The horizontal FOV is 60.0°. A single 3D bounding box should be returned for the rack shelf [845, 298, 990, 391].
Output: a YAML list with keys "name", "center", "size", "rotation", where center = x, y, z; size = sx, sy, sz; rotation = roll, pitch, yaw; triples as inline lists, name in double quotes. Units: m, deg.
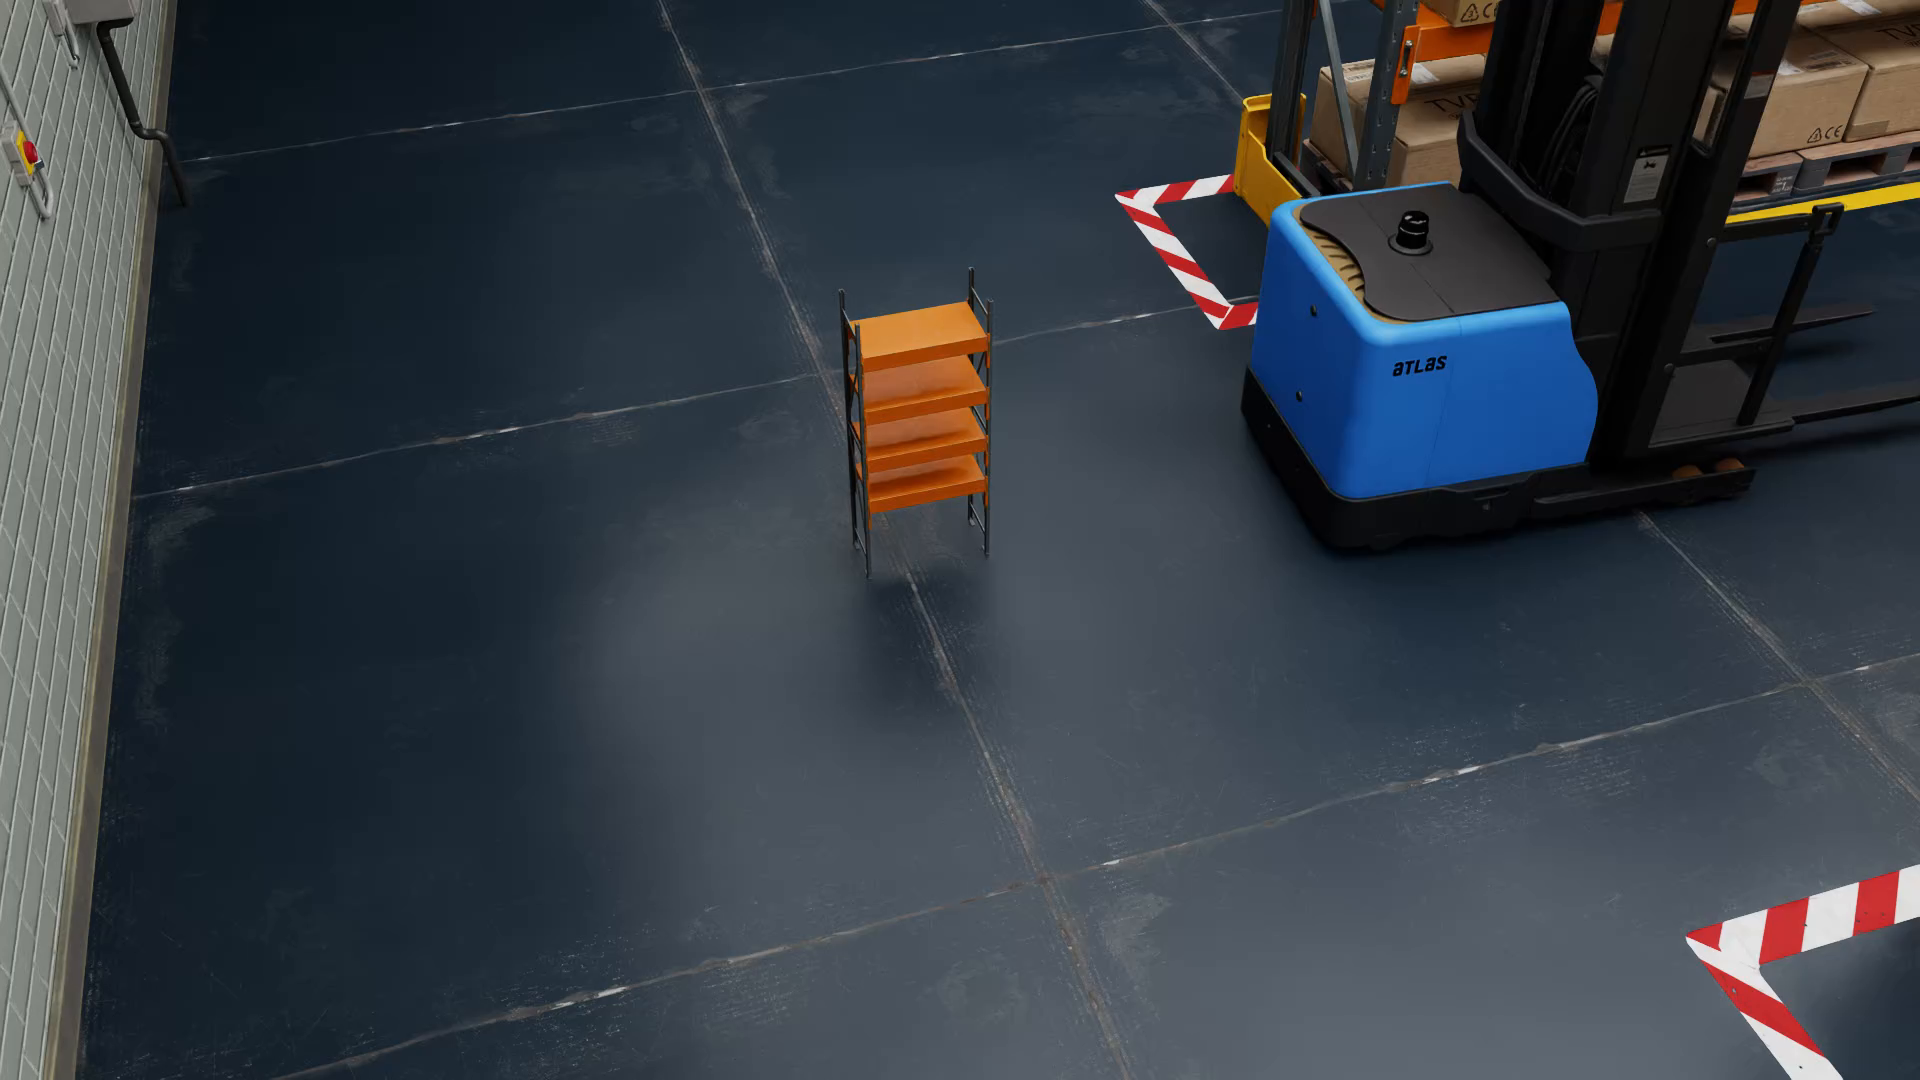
- name: "rack shelf"
  center: [-0.158, -0.715, 6.059]
  size: [0.480, 0.148, 0.258]
  rotation: [-12, 42, -13]

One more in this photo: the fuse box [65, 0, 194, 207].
- name: "fuse box"
  center: [-4.058, -2.440, 8.242]
  size: [0.414, 1.711, 0.539]
  rotation: [-12, 42, -13]

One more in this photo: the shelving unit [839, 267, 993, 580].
- name: "shelving unit"
  center: [-0.158, -0.419, 6.318]
  size: [0.503, 1.200, 0.258]
  rotation: [-12, 42, -13]

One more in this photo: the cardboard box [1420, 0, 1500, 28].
- name: "cardboard box"
  center: [2.350, -2.659, 7.438]
  size: [0.500, 0.500, 0.500]
  rotation: [-12, 43, -13]

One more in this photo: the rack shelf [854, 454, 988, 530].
- name: "rack shelf"
  center: [-0.158, -0.219, 6.493]
  size: [0.480, 0.148, 0.258]
  rotation: [-12, 42, -13]

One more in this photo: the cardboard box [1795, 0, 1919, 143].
- name: "cardboard box"
  center: [4.990, -2.634, 9.113]
  size: [0.875, 0.438, 0.875]
  rotation: [-12, 43, -14]

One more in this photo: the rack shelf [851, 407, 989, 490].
- name: "rack shelf"
  center: [-0.158, -0.368, 6.362]
  size: [0.480, 0.148, 0.258]
  rotation: [-12, 42, -13]

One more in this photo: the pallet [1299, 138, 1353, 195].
- name: "pallet"
  center: [2.545, -1.864, 8.723]
  size: [1.213, 0.211, 1.003]
  rotation: [-12, 42, -13]

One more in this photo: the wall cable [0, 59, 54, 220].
- name: "wall cable"
  center: [-3.566, -1.972, 5.931]
  size: [0.123, 1.953, 0.585]
  rotation: [-12, 42, -13]

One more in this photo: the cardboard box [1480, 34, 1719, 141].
- name: "cardboard box"
  center: [3.275, -2.279, 8.707]
  size: [0.875, 0.438, 0.875]
  rotation: [-11, 42, -12]

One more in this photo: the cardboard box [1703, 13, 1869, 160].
- name: "cardboard box"
  center: [4.136, -2.456, 8.910]
  size: [0.875, 0.438, 0.875]
  rotation: [-13, 43, -14]

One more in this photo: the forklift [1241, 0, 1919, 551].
- name: "forklift"
  center: [2.806, -1.578, 6.328]
  size: [3.031, 2.935, 1.130]
  rotation: [-9, 42, -10]

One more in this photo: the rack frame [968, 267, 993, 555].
- name: "rack frame"
  center: [0.075, -0.467, 6.373]
  size: [0.015, 1.200, 0.240]
  rotation: [-12, 42, -13]

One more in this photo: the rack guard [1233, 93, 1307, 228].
- name: "rack guard"
  center: [1.783, -1.761, 8.385]
  size: [0.348, 0.500, 1.175]
  rotation: [-12, 42, -13]

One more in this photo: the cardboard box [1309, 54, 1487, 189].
- name: "cardboard box"
  center: [2.405, -2.093, 8.494]
  size: [0.875, 0.438, 0.875]
  rotation: [-13, 43, -15]

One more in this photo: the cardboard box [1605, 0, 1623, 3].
- name: "cardboard box"
  center: [2.824, -2.777, 7.572]
  size: [0.500, 0.500, 0.500]
  rotation: [-12, 43, -14]

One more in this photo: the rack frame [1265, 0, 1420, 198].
- name: "rack frame"
  center: [1.806, -2.707, 7.568]
  size: [0.127, 3.000, 1.000]
  rotation: [-12, 42, -13]

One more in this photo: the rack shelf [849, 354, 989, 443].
- name: "rack shelf"
  center: [-0.158, -0.537, 6.215]
  size: [0.480, 0.148, 0.258]
  rotation: [-12, 42, -13]

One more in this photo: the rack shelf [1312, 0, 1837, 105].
- name: "rack shelf"
  center: [3.713, -2.831, 8.257]
  size: [4.000, 0.370, 1.077]
  rotation: [-12, 42, -13]

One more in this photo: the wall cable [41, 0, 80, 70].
- name: "wall cable"
  center: [-4.003, -2.848, 6.958]
  size: [0.122, 1.984, 0.588]
  rotation: [-12, 42, -13]

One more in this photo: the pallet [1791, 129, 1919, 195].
- name: "pallet"
  center: [4.872, -2.346, 9.275]
  size: [1.213, 0.211, 1.003]
  rotation: [-12, 42, -13]

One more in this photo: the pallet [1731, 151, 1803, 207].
- name: "pallet"
  center: [3.706, -2.102, 8.996]
  size: [1.213, 0.211, 1.003]
  rotation: [-12, 42, -13]

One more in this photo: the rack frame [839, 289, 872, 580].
- name: "rack frame"
  center: [-0.391, -0.371, 6.263]
  size: [0.015, 1.200, 0.240]
  rotation: [-12, 42, -13]
